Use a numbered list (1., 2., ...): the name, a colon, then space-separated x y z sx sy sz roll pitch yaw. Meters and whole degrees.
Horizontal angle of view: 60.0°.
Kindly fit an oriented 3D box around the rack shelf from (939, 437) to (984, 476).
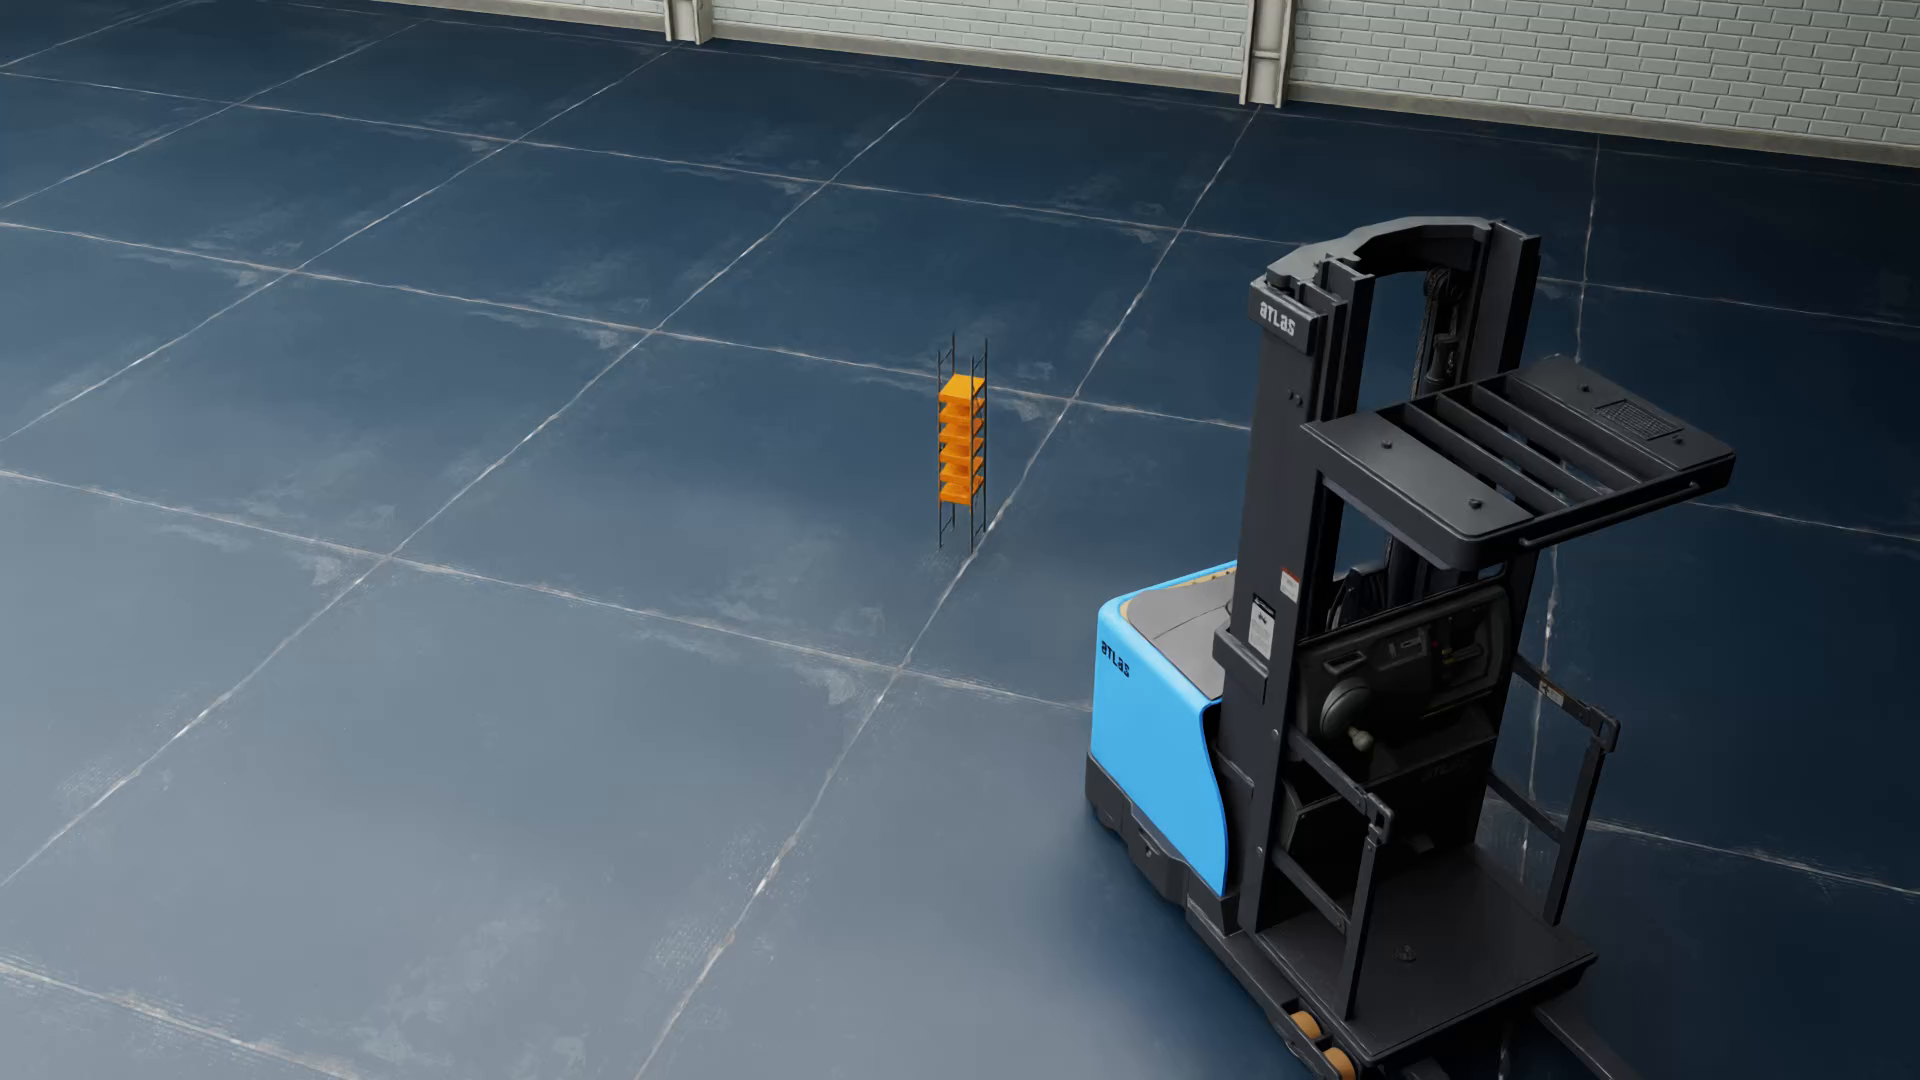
1. rack shelf: 0.014 -0.464 8.913 0.180 0.103 0.258 11 34 16

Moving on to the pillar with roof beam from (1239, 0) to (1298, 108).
1. pillar with roof beam: 1.389 -5.699 9.749 0.400 9.000 9.100 11 34 16

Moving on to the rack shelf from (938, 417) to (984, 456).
1. rack shelf: 0.014 -0.565 8.848 0.180 0.103 0.258 11 34 16

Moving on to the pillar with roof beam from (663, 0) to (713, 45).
1. pillar with roof beam: -4.259 -6.797 11.450 0.400 9.000 9.100 11 34 16

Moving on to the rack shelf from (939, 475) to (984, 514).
1. rack shelf: 0.014 -0.262 9.043 0.180 0.103 0.258 11 34 16

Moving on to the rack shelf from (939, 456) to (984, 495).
1. rack shelf: 0.014 -0.363 8.978 0.180 0.103 0.258 11 34 16

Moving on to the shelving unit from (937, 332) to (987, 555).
1. shelving unit: 0.014 -0.501 8.888 0.189 1.200 0.258 11 34 16

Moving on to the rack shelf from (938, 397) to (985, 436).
1. rack shelf: 0.014 -0.666 8.782 0.180 0.103 0.258 11 34 16

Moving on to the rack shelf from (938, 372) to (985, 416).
1. rack shelf: 0.014 -0.767 8.717 0.180 0.103 0.258 11 34 16

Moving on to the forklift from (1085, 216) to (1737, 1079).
1. forklift: 1.681 0.514 5.720 1.130 2.935 3.031 -16 36 -23

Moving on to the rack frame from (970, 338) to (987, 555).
1. rack frame: 0.100 -0.485 8.863 0.006 1.200 0.240 11 34 16

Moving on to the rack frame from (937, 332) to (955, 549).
1. rack frame: -0.073 -0.518 8.914 0.006 1.200 0.240 11 34 16
